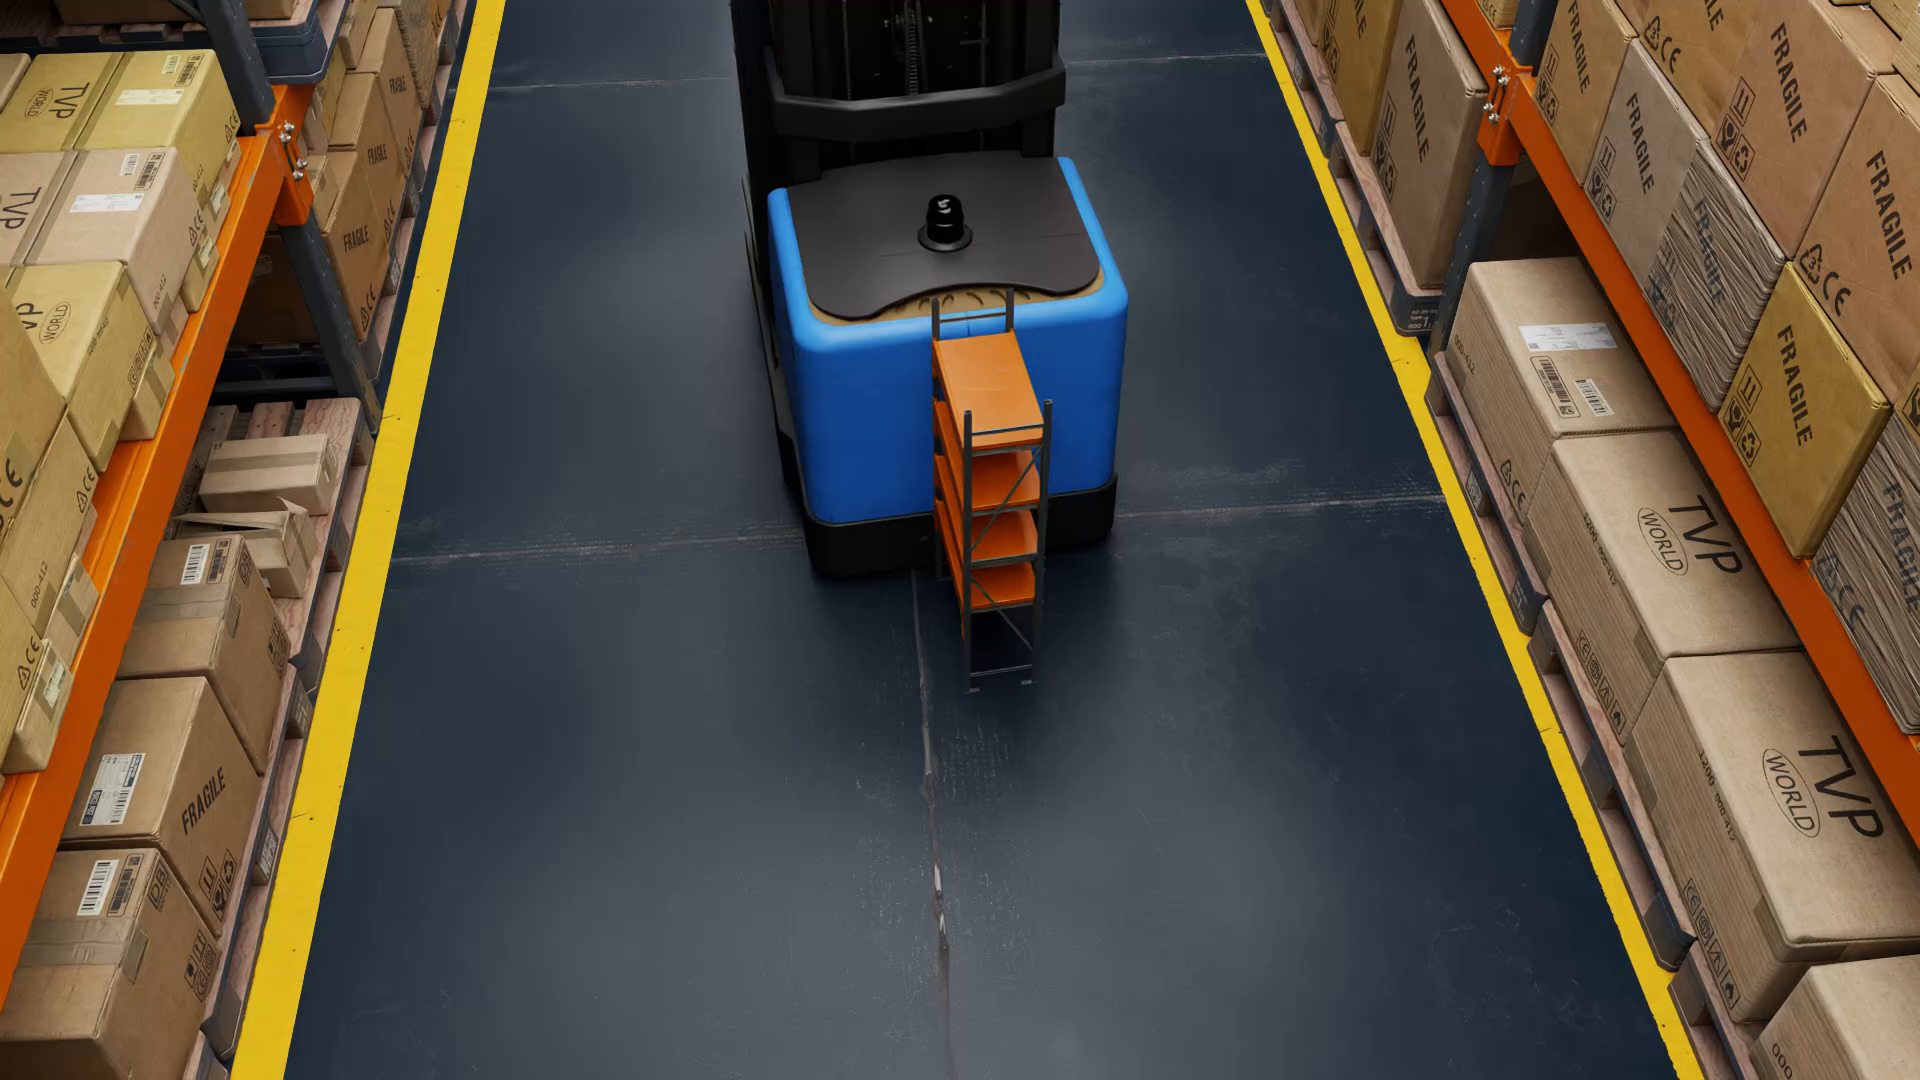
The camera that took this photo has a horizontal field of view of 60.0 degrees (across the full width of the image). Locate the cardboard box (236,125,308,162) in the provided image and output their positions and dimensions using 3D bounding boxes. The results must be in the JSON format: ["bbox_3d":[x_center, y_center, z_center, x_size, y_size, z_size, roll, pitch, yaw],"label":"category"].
[{"bbox_3d":[-2.470,-1.310,5.706,0.380,0.149,0.250,-4,47,-4],"label":"cardboard box"}]

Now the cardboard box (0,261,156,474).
[{"bbox_3d":[-2.273,-0.402,3.963,0.500,0.250,0.500,-4,47,-4],"label":"cardboard box"}]

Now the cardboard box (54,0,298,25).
[{"bbox_3d":[-2.462,-1.970,5.192,0.700,0.500,0.500,-2,47,-2],"label":"cardboard box"}]

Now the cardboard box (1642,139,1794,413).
[{"bbox_3d":[2.153,-0.687,4.266,0.500,0.500,0.500,-3,47,-3],"label":"cardboard box"}]

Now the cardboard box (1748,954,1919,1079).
[{"bbox_3d":[2.481,1.427,3.808,0.875,0.438,0.875,-5,47,-5],"label":"cardboard box"}]

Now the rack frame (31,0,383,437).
[{"bbox_3d":[-2.644,-1.428,5.036,1.000,3.000,0.127,-3,47,-3],"label":"rack frame"}]

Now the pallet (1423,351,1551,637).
[{"bbox_3d":[2.287,-0.219,5.812,1.003,0.211,1.213,-3,47,-3],"label":"pallet"}]

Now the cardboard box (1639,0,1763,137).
[{"bbox_3d":[2.136,-1.386,4.239,0.500,0.500,0.500,-4,47,-4],"label":"cardboard box"}]

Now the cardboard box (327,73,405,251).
[{"bbox_3d":[-2.515,-1.461,6.500,0.500,0.500,0.500,-4,47,-4],"label":"cardboard box"}]

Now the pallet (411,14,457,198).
[{"bbox_3d":[-2.855,-1.940,7.442,1.003,0.211,1.213,-3,47,-3],"label":"pallet"}]

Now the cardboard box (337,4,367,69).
[{"bbox_3d":[-2.563,-1.973,6.538,0.380,0.149,0.250,-4,47,-3],"label":"cardboard box"}]

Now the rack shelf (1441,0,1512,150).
[{"bbox_3d":[2.134,-2.932,6.956,1.077,0.370,4.000,-3,47,-3],"label":"rack shelf"}]

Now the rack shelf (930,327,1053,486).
[{"bbox_3d":[0.083,-0.387,4.749,0.258,0.148,0.480,-8,47,-7],"label":"rack shelf"}]

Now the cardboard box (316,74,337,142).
[{"bbox_3d":[-2.542,-1.592,6.178,0.380,0.149,0.250,-6,47,-5],"label":"cardboard box"}]

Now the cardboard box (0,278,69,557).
[{"bbox_3d":[-2.205,-0.272,3.324,0.500,0.500,0.500,-2,47,-2],"label":"cardboard box"}]

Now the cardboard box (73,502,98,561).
[{"bbox_3d":[-2.255,-0.009,3.865,0.380,0.149,0.250,-4,47,-3],"label":"cardboard box"}]

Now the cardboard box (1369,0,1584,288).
[{"bbox_3d":[2.170,-1.590,6.364,0.875,0.875,0.875,-2,47,-2],"label":"cardboard box"}]

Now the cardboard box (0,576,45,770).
[{"bbox_3d":[-2.167,0.339,3.261,0.500,0.250,0.500,-4,47,-4],"label":"cardboard box"}]

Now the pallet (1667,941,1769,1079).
[{"bbox_3d":[2.491,1.547,4.140,1.003,0.211,1.213,-3,47,-3],"label":"pallet"}]

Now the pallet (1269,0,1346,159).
[{"bbox_3d":[2.057,-2.212,7.699,1.003,0.211,1.213,-3,47,-3],"label":"pallet"}]

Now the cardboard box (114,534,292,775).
[{"bbox_3d":[-2.386,0.361,4.775,0.700,0.500,0.500,-5,47,-5],"label":"cardboard box"}]

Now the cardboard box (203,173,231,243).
[{"bbox_3d":[-2.323,-0.939,4.747,0.380,0.149,0.250,-2,47,-2],"label":"cardboard box"}]

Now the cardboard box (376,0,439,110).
[{"bbox_3d":[-2.590,-2.198,7.198,0.500,0.500,0.500,-5,47,-5],"label":"cardboard box"}]

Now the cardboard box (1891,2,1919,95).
[{"bbox_3d":[2.178,-0.986,3.414,0.380,0.149,0.250,-3,47,-3],"label":"cardboard box"}]

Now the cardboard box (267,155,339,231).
[{"bbox_3d":[-2.409,-1.212,5.817,0.380,0.149,0.250,-1,47,-1],"label":"cardboard box"}]

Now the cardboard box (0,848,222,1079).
[{"bbox_3d":[-2.299,1.112,4.063,0.700,0.500,0.500,-2,47,-2],"label":"cardboard box"}]

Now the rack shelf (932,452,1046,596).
[{"bbox_3d":[0.083,-0.071,5.083,0.258,0.148,0.480,-8,47,-7],"label":"rack shelf"}]

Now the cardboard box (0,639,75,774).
[{"bbox_3d":[-2.122,0.363,3.513,0.380,0.149,0.250,-5,47,-4],"label":"cardboard box"}]

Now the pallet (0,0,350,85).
[{"bbox_3d":[-2.603,-1.947,5.660,1.003,0.211,1.213,-3,47,-3],"label":"pallet"}]

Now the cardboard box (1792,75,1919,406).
[{"bbox_3d":[2.207,-0.649,3.541,0.500,0.500,0.500,-4,47,-4],"label":"cardboard box"}]

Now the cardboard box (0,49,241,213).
[{"bbox_3d":[-2.359,-1.125,4.648,0.500,0.250,0.500,-2,47,-2],"label":"cardboard box"}]

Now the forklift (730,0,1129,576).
[{"bbox_3d":[-0.256,-1.976,5.603,1.130,2.935,3.031,-8,47,-7],"label":"forklift"}]

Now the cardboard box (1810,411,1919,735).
[{"bbox_3d":[2.252,0.059,3.559,0.500,0.500,0.500,-2,47,-2],"label":"cardboard box"}]

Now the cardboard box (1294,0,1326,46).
[{"bbox_3d":[2.012,-2.890,7.595,0.875,0.875,0.875,-3,47,-3],"label":"cardboard box"}]

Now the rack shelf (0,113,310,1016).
[{"bbox_3d":[-2.477,0.266,3.927,1.077,0.370,4.000,-3,47,-3],"label":"rack shelf"}]

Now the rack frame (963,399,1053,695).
[{"bbox_3d":[0.129,0.057,4.869,0.240,1.200,0.015,-8,47,-7],"label":"rack frame"}]

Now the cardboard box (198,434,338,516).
[{"bbox_3d":[-2.305,-0.207,5.554,0.380,0.149,0.250,-5,47,-4],"label":"cardboard box"}]

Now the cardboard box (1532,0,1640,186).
[{"bbox_3d":[2.080,-1.411,4.952,0.500,0.500,0.500,-2,47,-2],"label":"cardboard box"}]

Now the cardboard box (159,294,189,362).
[{"bbox_3d":[-2.282,-0.561,4.389,0.380,0.149,0.250,-2,47,-2],"label":"cardboard box"}]

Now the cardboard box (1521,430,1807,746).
[{"bbox_3d":[2.323,0.113,5.053,0.875,0.438,0.875,-5,47,-4],"label":"cardboard box"}]

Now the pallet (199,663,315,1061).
[{"bbox_3d":[-2.483,0.913,4.740,1.003,0.211,1.213,-3,47,-3],"label":"pallet"}]

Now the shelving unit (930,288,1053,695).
[{"bbox_3d":[0.083,-0.117,5.034,0.258,1.200,0.503,-8,47,-7],"label":"shelving unit"}]

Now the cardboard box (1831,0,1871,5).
[{"bbox_3d":[2.123,-1.345,3.754,0.380,0.149,0.250,-5,47,-4],"label":"cardboard box"}]
